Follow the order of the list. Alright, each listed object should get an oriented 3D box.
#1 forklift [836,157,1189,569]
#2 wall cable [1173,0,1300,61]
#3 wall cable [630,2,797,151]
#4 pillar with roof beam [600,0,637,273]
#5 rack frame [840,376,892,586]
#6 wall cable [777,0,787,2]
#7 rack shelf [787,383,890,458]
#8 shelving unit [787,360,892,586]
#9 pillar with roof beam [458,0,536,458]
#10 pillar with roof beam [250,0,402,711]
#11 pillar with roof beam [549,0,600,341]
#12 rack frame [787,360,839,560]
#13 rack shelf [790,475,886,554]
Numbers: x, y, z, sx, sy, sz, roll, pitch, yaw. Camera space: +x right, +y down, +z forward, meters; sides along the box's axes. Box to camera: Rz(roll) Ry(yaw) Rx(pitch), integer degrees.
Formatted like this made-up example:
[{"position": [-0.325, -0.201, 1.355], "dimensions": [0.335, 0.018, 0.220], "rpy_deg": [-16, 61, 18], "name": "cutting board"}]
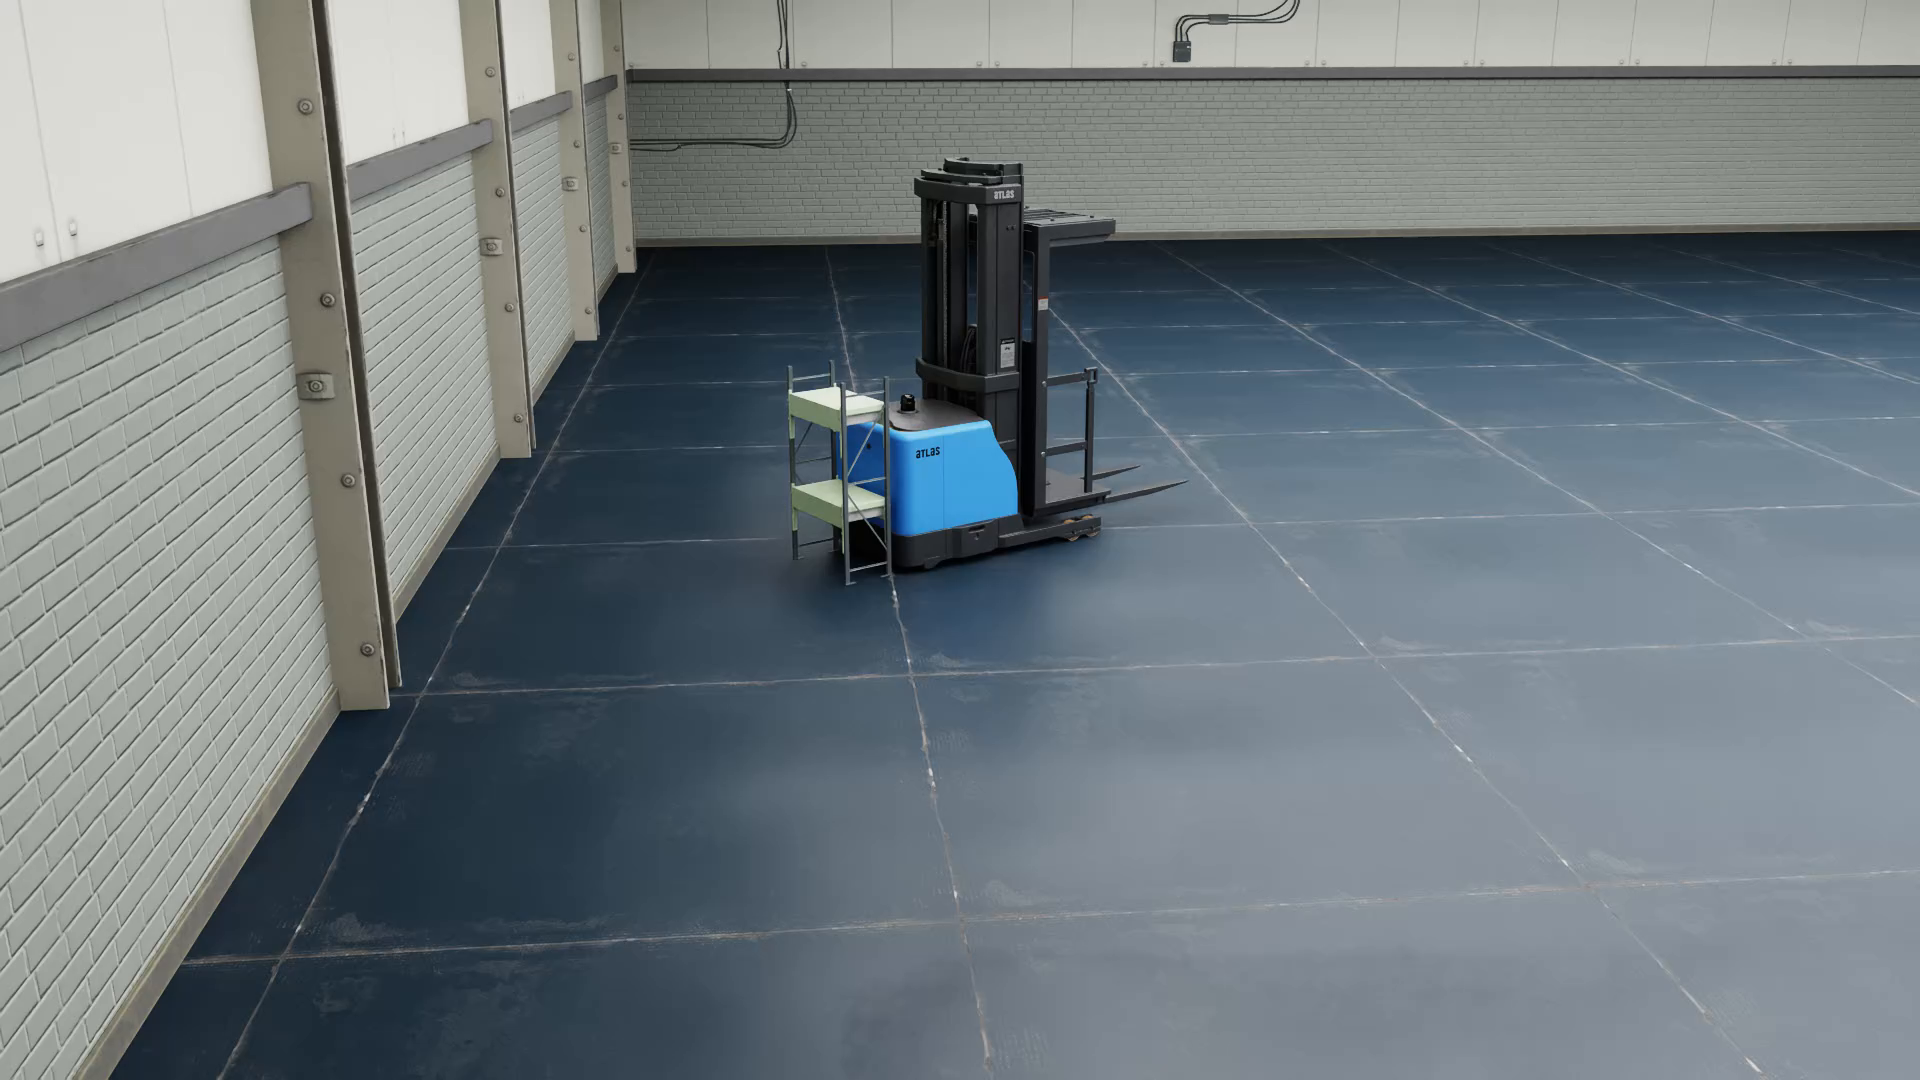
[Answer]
[{"position": [0.512, -1.508, 13.089], "dimensions": [3.031, 2.935, 1.130], "rpy_deg": [-12, 21, -34], "name": "forklift"}, {"position": [4.998, -11.530, 29.202], "dimensions": [2.305, 6.003, 0.169], "rpy_deg": [-2, 18, -6], "name": "wall cable"}, {"position": [-4.446, -8.137, 29.257], "dimensions": [3.097, 2.526, 0.112], "rpy_deg": [-2, 18, -6], "name": "wall cable"}, {"position": [-1.175, -8.833, 26.290], "dimensions": [9.100, 9.000, 0.400], "rpy_deg": [-2, 18, -6], "name": "pillar with roof beam"}, {"position": [-0.676, -0.421, 12.014], "dimensions": [0.400, 1.500, 0.023], "rpy_deg": [-12, 21, -34], "name": "rack frame"}, {"position": [-1.755, -10.631, 28.767], "dimensions": [3.097, 2.526, 0.112], "rpy_deg": [-2, 18, -6], "name": "wall cable"}, {"position": [-0.892, -0.882, 12.179], "dimensions": [0.431, 0.370, 0.720], "rpy_deg": [-12, 21, -34], "name": "rack shelf"}, {"position": [-0.892, -0.509, 12.296], "dimensions": [0.431, 1.500, 0.755], "rpy_deg": [-12, 21, -34], "name": "shelving unit"}, {"position": [0.062, -5.258, 14.902], "dimensions": [9.100, 9.000, 0.400], "rpy_deg": [-2, 18, -6], "name": "pillar with roof beam"}, {"position": [0.681, -3.470, 9.208], "dimensions": [9.100, 9.000, 0.400], "rpy_deg": [-2, 18, -6], "name": "pillar with roof beam"}, {"position": [-0.557, -7.046, 20.596], "dimensions": [9.100, 9.000, 0.400], "rpy_deg": [-2, 18, -6], "name": "pillar with roof beam"}, {"position": [-1.109, -0.598, 12.578], "dimensions": [0.400, 1.500, 0.023], "rpy_deg": [-12, 21, -34], "name": "rack frame"}, {"position": [-0.892, -0.198, 12.394], "dimensions": [0.431, 0.370, 0.720], "rpy_deg": [-12, 21, -34], "name": "rack shelf"}]
